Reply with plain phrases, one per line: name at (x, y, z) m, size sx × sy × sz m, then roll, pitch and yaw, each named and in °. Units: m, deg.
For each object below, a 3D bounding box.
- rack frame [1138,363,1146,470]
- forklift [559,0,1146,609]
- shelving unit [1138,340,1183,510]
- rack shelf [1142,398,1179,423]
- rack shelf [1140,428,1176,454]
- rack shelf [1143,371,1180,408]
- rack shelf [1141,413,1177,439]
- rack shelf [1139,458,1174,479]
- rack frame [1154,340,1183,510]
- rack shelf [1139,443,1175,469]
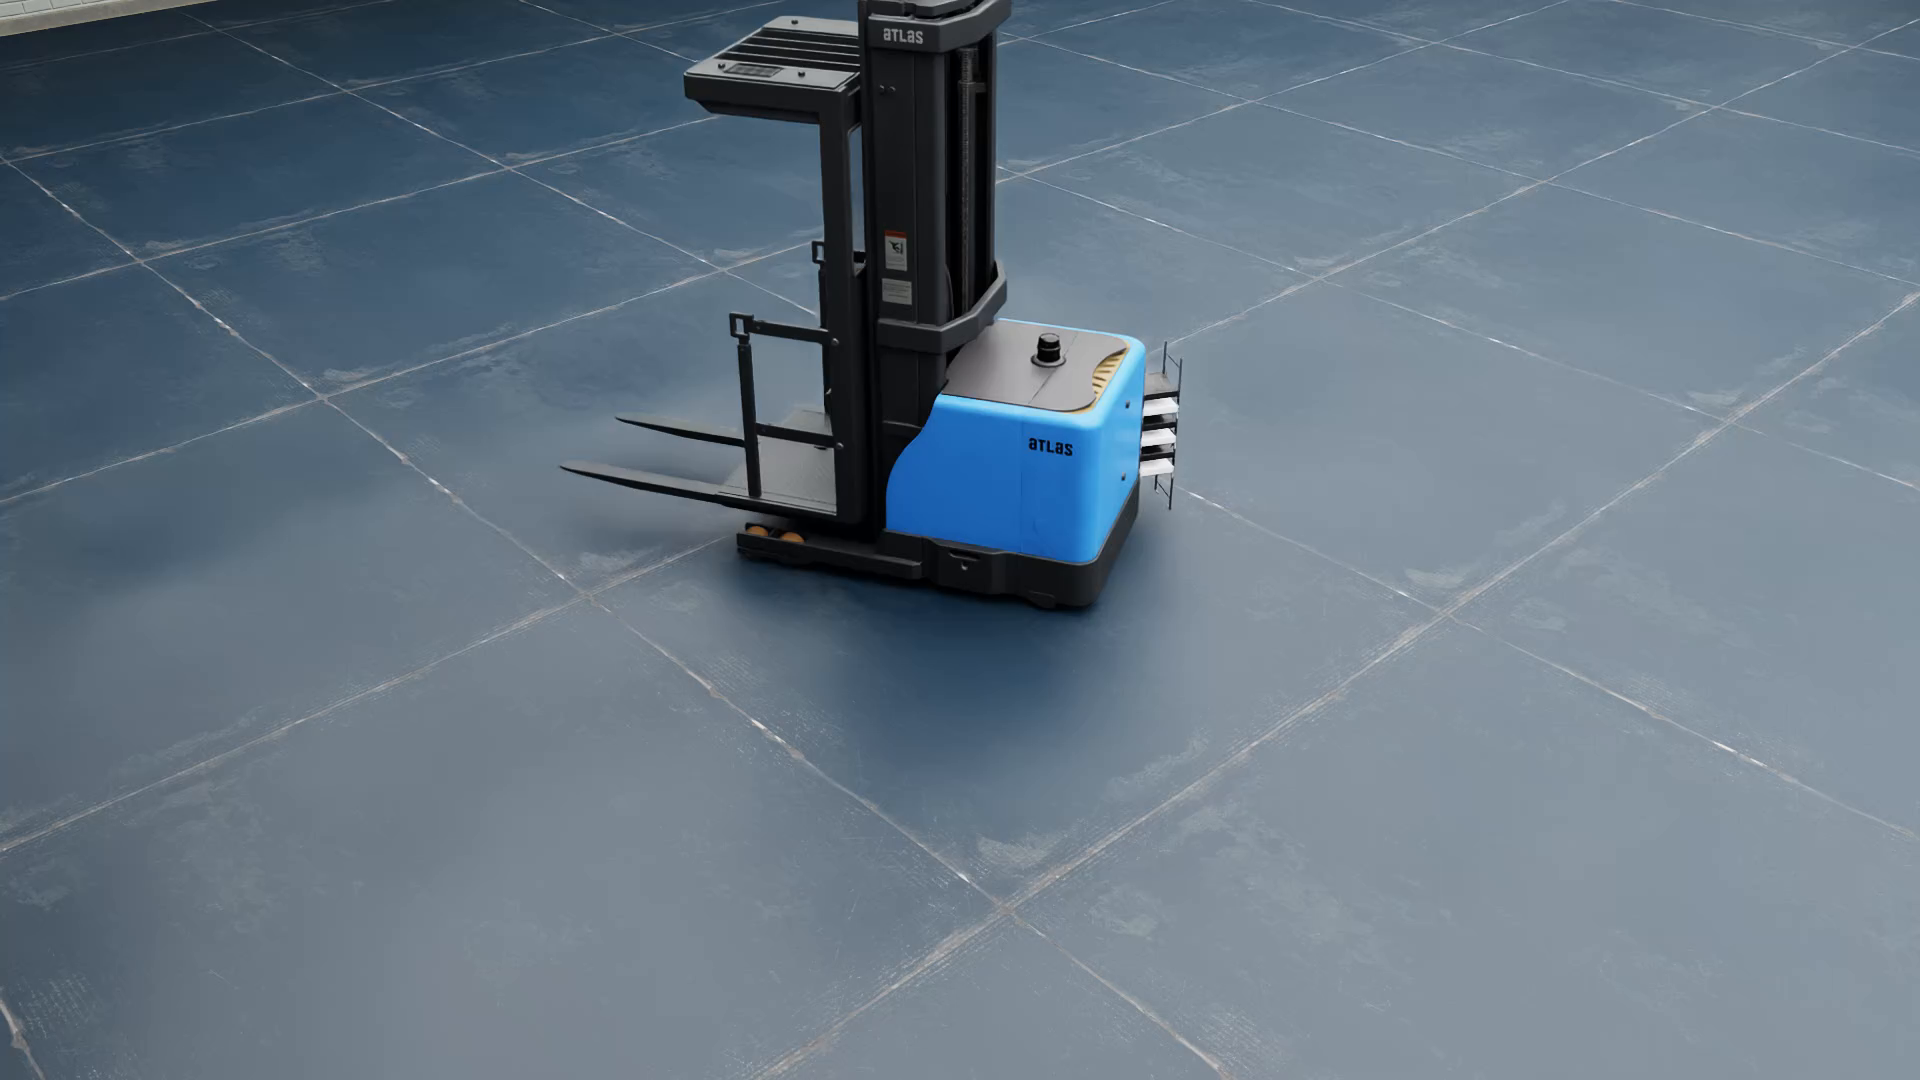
rack frame at (0.914, -0.578, 8.833) m, size 0.006 × 0.900 × 0.240 m, roll -8°, pitch 32°, yaw -13°
forklift at (-0.627, -1.368, 8.177) m, size 3.031 × 2.935 × 1.130 m, roll 10°, pitch 33°, yaw 16°
shelving unit at (1.012, -0.592, 8.856) m, size 0.210 × 0.900 × 0.258 m, roll -8°, pitch 32°, yaw -13°
rack shelf at (1.012, -0.718, 8.780) m, size 0.200 × 0.077 × 0.258 m, roll -8°, pitch 32°, yaw -13°
rack shelf at (1.012, -0.564, 8.874) m, size 0.200 × 0.077 × 0.258 m, roll -8°, pitch 32°, yaw -13°
rack shelf at (1.012, -0.794, 8.733) m, size 0.200 × 0.077 × 0.258 m, roll -8°, pitch 32°, yaw -13°
rack shelf at (1.012, -0.641, 8.827) m, size 0.200 × 0.077 × 0.258 m, roll -8°, pitch 32°, yaw -13°
rack shelf at (1.012, -0.410, 8.967) m, size 0.200 × 0.077 × 0.258 m, roll -8°, pitch 32°, yaw -13°
rack frame at (1.110, -0.606, 8.879) m, size 0.006 × 0.900 × 0.240 m, roll -8°, pitch 32°, yaw -13°
rack shelf at (1.012, -0.487, 8.920) m, size 0.200 × 0.077 × 0.258 m, roll -8°, pitch 32°, yaw -13°
